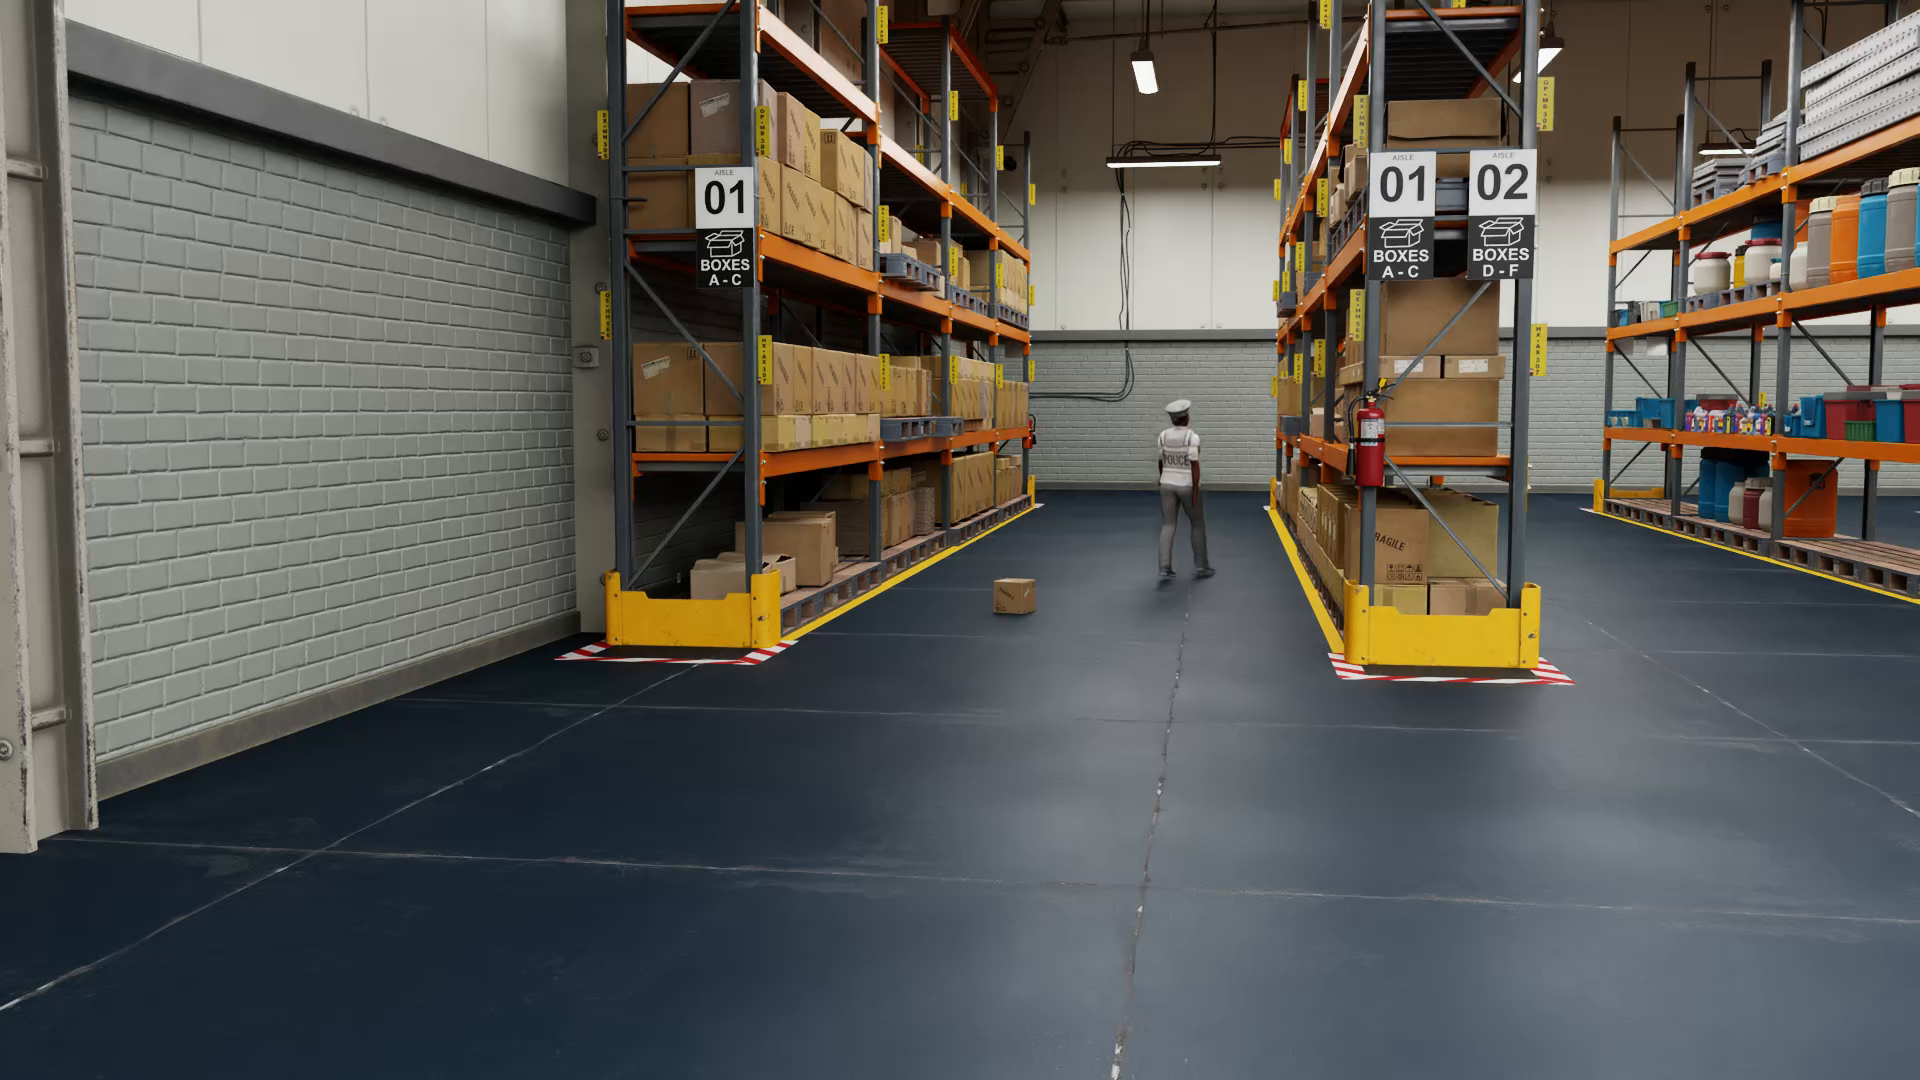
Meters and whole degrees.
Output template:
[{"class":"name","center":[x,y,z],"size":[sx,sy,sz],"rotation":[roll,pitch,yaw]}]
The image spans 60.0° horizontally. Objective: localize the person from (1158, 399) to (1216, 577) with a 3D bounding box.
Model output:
[{"class":"person","center":[2.112,-0.494,15.725],"size":[0.454,1.668,0.811],"rotation":[2,5,26]}]
